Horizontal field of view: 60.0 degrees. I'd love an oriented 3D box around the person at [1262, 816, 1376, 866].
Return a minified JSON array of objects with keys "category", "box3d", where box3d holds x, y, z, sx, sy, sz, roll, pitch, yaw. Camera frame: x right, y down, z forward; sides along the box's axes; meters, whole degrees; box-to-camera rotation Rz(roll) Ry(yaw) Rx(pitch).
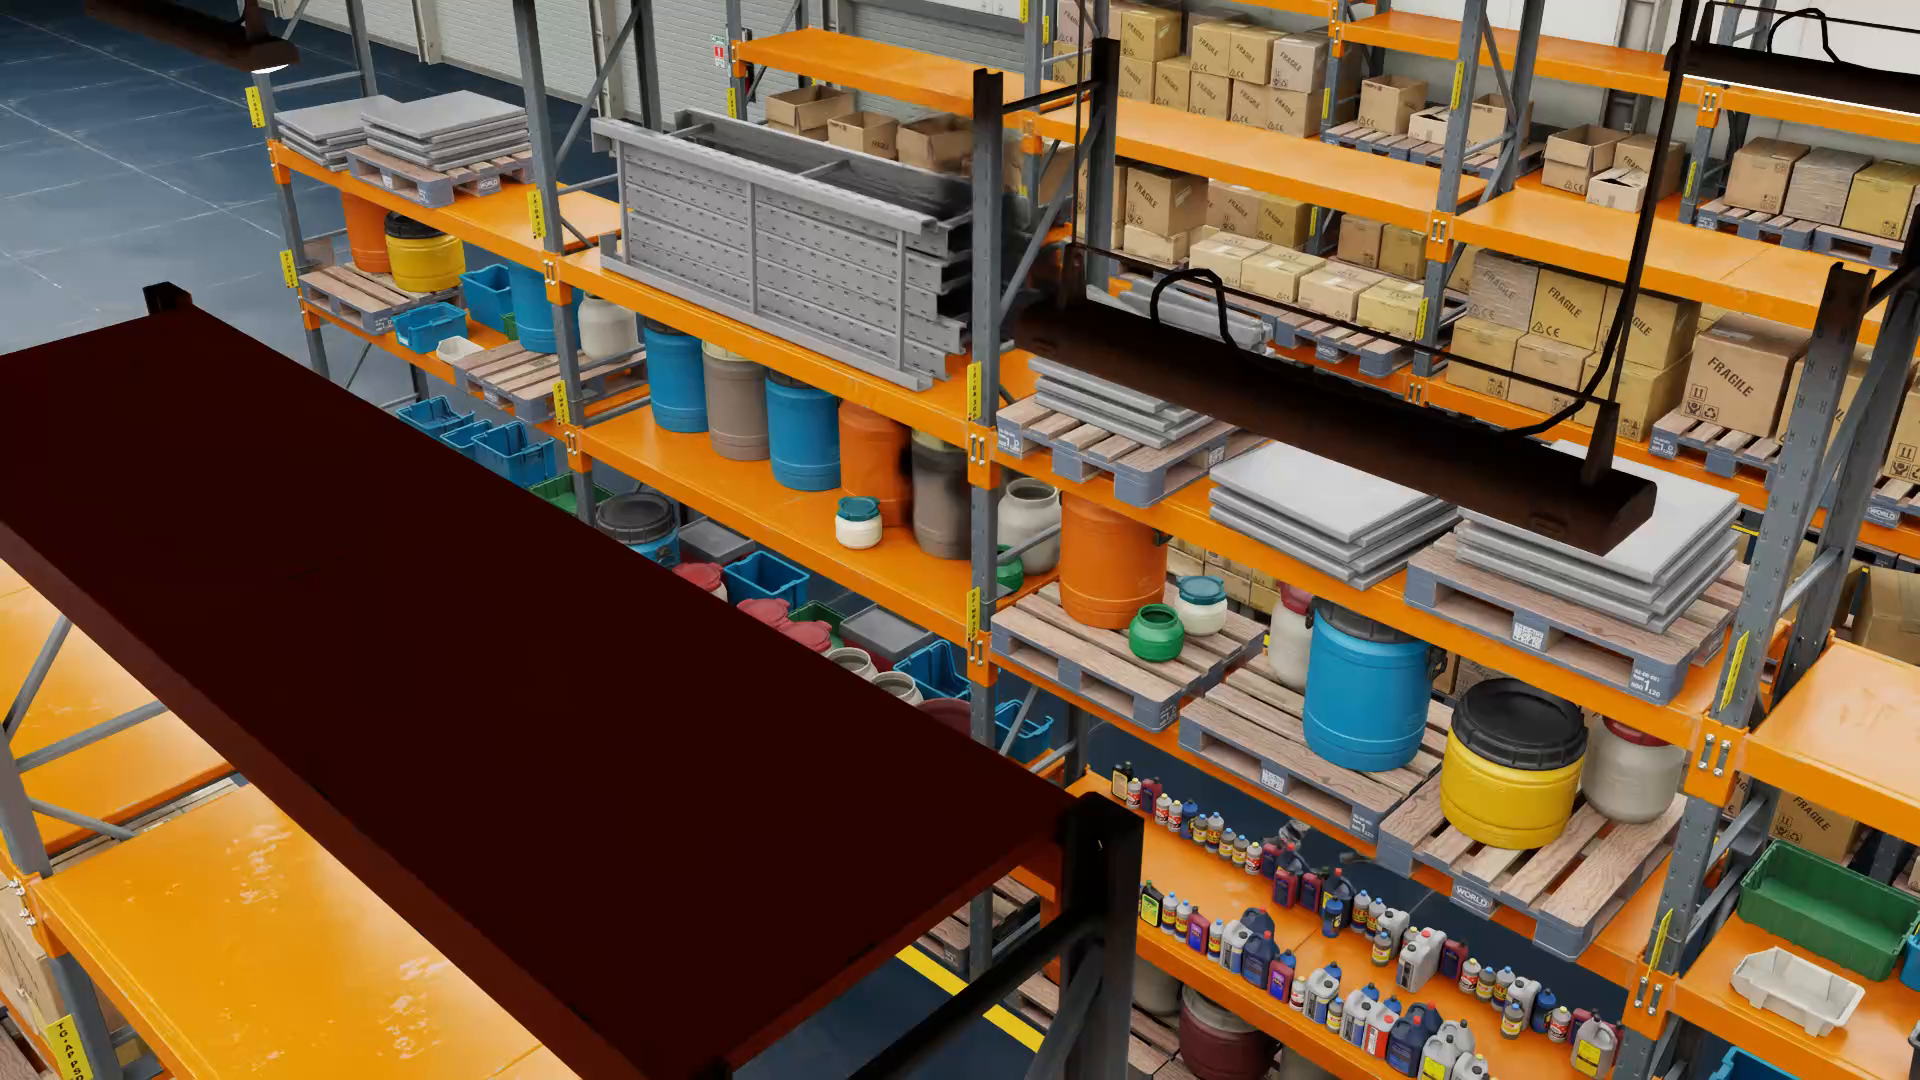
[{"category":"person","box3d":[2.515,1.464,11.272,0.809,1.849,0.680,20,35,32]}]
